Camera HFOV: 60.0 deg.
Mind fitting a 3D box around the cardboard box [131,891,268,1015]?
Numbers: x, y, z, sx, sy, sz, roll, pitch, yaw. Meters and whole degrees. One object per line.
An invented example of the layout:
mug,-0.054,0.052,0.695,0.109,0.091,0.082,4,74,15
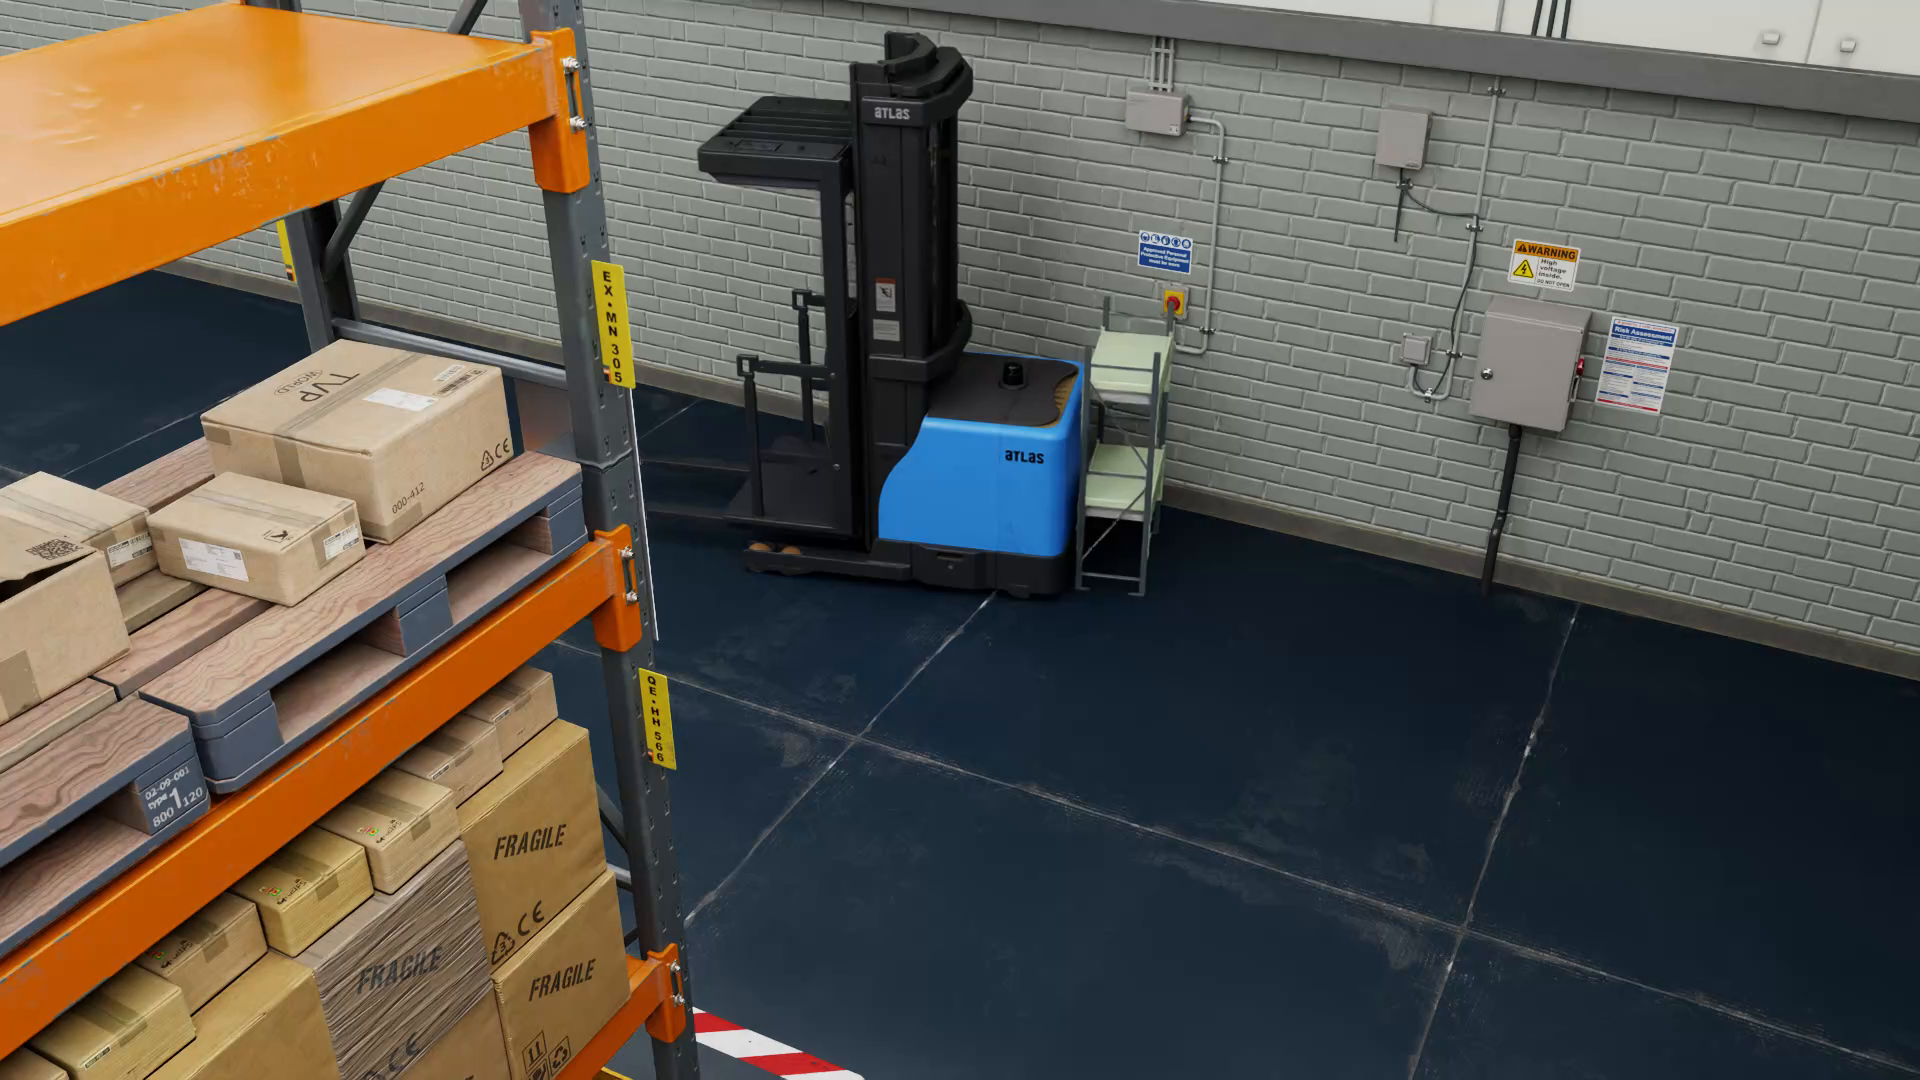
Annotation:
cardboard box,-1.797,0.887,3.729,0.380,0.149,0.250,14,33,23

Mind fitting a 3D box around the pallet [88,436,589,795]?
pallet,-1.670,0.056,4.008,1.003,0.211,1.213,14,33,23

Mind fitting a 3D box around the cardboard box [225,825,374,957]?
cardboard box,-1.614,0.787,3.902,0.380,0.149,0.250,15,33,24

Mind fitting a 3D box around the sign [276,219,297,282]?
sign,-1.832,-0.856,4.550,0.100,0.325,0.005,14,33,23

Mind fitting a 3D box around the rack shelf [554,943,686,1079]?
rack shelf,-2.252,2.185,3.945,1.077,0.370,4.000,14,33,23

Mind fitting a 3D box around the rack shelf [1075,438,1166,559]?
rack shelf,0.935,-0.247,9.620,0.431,0.370,0.720,6,30,10

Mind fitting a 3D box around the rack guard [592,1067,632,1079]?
rack guard,-1.330,2.060,5.951,1.175,0.500,0.348,14,33,23

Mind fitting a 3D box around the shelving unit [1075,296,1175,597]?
shelving unit,0.935,-0.530,9.458,0.431,1.500,0.755,6,30,10

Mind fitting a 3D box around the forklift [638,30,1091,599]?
forklift,-0.791,-1.310,9.378,3.031,2.935,1.130,6,30,11

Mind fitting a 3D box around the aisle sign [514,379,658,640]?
aisle sign,-1.032,-0.102,4.596,0.394,0.787,0.004,14,33,23

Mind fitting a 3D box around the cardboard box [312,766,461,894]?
cardboard box,-1.463,0.684,4.081,0.380,0.149,0.250,14,33,23

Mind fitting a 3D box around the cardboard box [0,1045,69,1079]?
cardboard box,-1.995,1.123,3.317,0.380,0.149,0.250,15,33,25

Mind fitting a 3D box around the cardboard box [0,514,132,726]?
cardboard box,-2.067,0.151,3.320,0.500,0.311,0.500,15,33,24

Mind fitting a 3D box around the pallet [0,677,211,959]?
pallet,-2.224,0.598,3.063,1.003,0.211,1.213,14,33,23

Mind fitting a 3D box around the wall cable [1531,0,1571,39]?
wall cable,4.131,-3.396,6.881,2.988,3.039,0.133,14,33,23

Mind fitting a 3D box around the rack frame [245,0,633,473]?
rack frame,-1.341,-1.615,3.816,1.000,3.000,0.127,14,33,23

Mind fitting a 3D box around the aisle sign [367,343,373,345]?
aisle sign,-1.566,-0.238,4.833,0.394,0.787,0.004,14,33,23

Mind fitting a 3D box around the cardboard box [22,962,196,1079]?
cardboard box,-1.859,1.011,3.512,0.380,0.149,0.250,15,33,24

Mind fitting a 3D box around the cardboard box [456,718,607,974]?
cardboard box,-1.349,0.777,4.570,0.500,0.500,0.500,15,33,25

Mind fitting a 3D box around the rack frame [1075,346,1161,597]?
rack frame,0.859,-0.352,9.147,0.400,1.500,0.023,6,30,10

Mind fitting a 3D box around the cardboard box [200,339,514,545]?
cardboard box,-1.466,-0.255,4.088,0.500,0.250,0.500,11,32,19

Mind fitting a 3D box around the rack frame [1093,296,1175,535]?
rack frame,1.012,-0.708,9.768,0.400,1.500,0.023,6,30,10

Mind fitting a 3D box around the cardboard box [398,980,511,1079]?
cardboard box,-1.567,1.436,4.427,0.500,0.500,0.500,14,33,22

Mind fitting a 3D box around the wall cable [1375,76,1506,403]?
wall cable,2.475,-1.642,8.868,0.588,1.984,0.122,14,33,23

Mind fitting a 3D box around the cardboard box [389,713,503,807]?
cardboard box,-1.420,0.551,4.313,0.380,0.149,0.250,15,33,24

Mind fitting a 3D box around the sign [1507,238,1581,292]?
sign,3.056,-1.440,8.706,0.339,0.242,0.001,14,33,23

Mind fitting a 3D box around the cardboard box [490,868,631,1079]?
cardboard box,-1.325,1.217,4.808,0.500,0.500,0.500,14,33,24

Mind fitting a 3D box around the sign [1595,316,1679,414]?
sign,3.545,-0.916,8.718,0.329,0.494,0.001,14,33,23

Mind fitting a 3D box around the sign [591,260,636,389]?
sign,-0.864,-0.534,4.137,0.100,0.325,0.005,14,33,23

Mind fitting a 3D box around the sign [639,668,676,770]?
sign,-0.864,0.511,4.738,0.100,0.325,0.005,14,33,23

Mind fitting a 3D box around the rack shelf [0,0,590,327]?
rack shelf,-2.252,-0.243,2.551,1.077,0.370,4.000,14,33,23

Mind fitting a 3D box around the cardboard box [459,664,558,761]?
cardboard box,-1.326,0.433,4.519,0.380,0.149,0.250,15,33,24

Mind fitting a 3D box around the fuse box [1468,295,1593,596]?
fuse box,3.011,-0.418,9.051,0.539,1.711,0.414,14,33,23

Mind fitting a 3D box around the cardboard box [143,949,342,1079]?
cardboard box,-1.789,1.234,3.774,0.500,0.500,0.500,14,33,23

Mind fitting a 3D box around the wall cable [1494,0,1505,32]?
wall cable,1.668,-4.029,8.019,2.355,3.000,0.029,14,33,23

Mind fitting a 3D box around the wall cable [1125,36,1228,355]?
wall cable,1.207,-1.972,9.411,0.585,1.953,0.123,14,33,23

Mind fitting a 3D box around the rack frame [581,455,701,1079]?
rack frame,-1.341,0.987,5.310,1.000,3.000,0.127,14,33,23

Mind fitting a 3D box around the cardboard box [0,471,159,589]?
cardboard box,-2.041,0.000,3.747,0.380,0.149,0.250,16,33,25

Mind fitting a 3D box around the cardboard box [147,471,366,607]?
cardboard box,-1.586,-0.007,3.758,0.380,0.149,0.250,12,32,19

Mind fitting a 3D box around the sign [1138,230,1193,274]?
sign,1.192,-1.674,9.671,0.327,0.218,0.001,14,33,23

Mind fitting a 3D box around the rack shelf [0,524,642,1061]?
rack shelf,-2.252,0.885,3.198,1.077,0.370,4.000,14,33,23

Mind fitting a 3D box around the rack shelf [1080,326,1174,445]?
rack shelf,0.935,-0.869,9.263,0.431,0.370,0.720,6,30,10

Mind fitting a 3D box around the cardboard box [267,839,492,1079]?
cardboard box,-1.561,1.016,4.155,0.500,0.500,0.500,14,33,23
